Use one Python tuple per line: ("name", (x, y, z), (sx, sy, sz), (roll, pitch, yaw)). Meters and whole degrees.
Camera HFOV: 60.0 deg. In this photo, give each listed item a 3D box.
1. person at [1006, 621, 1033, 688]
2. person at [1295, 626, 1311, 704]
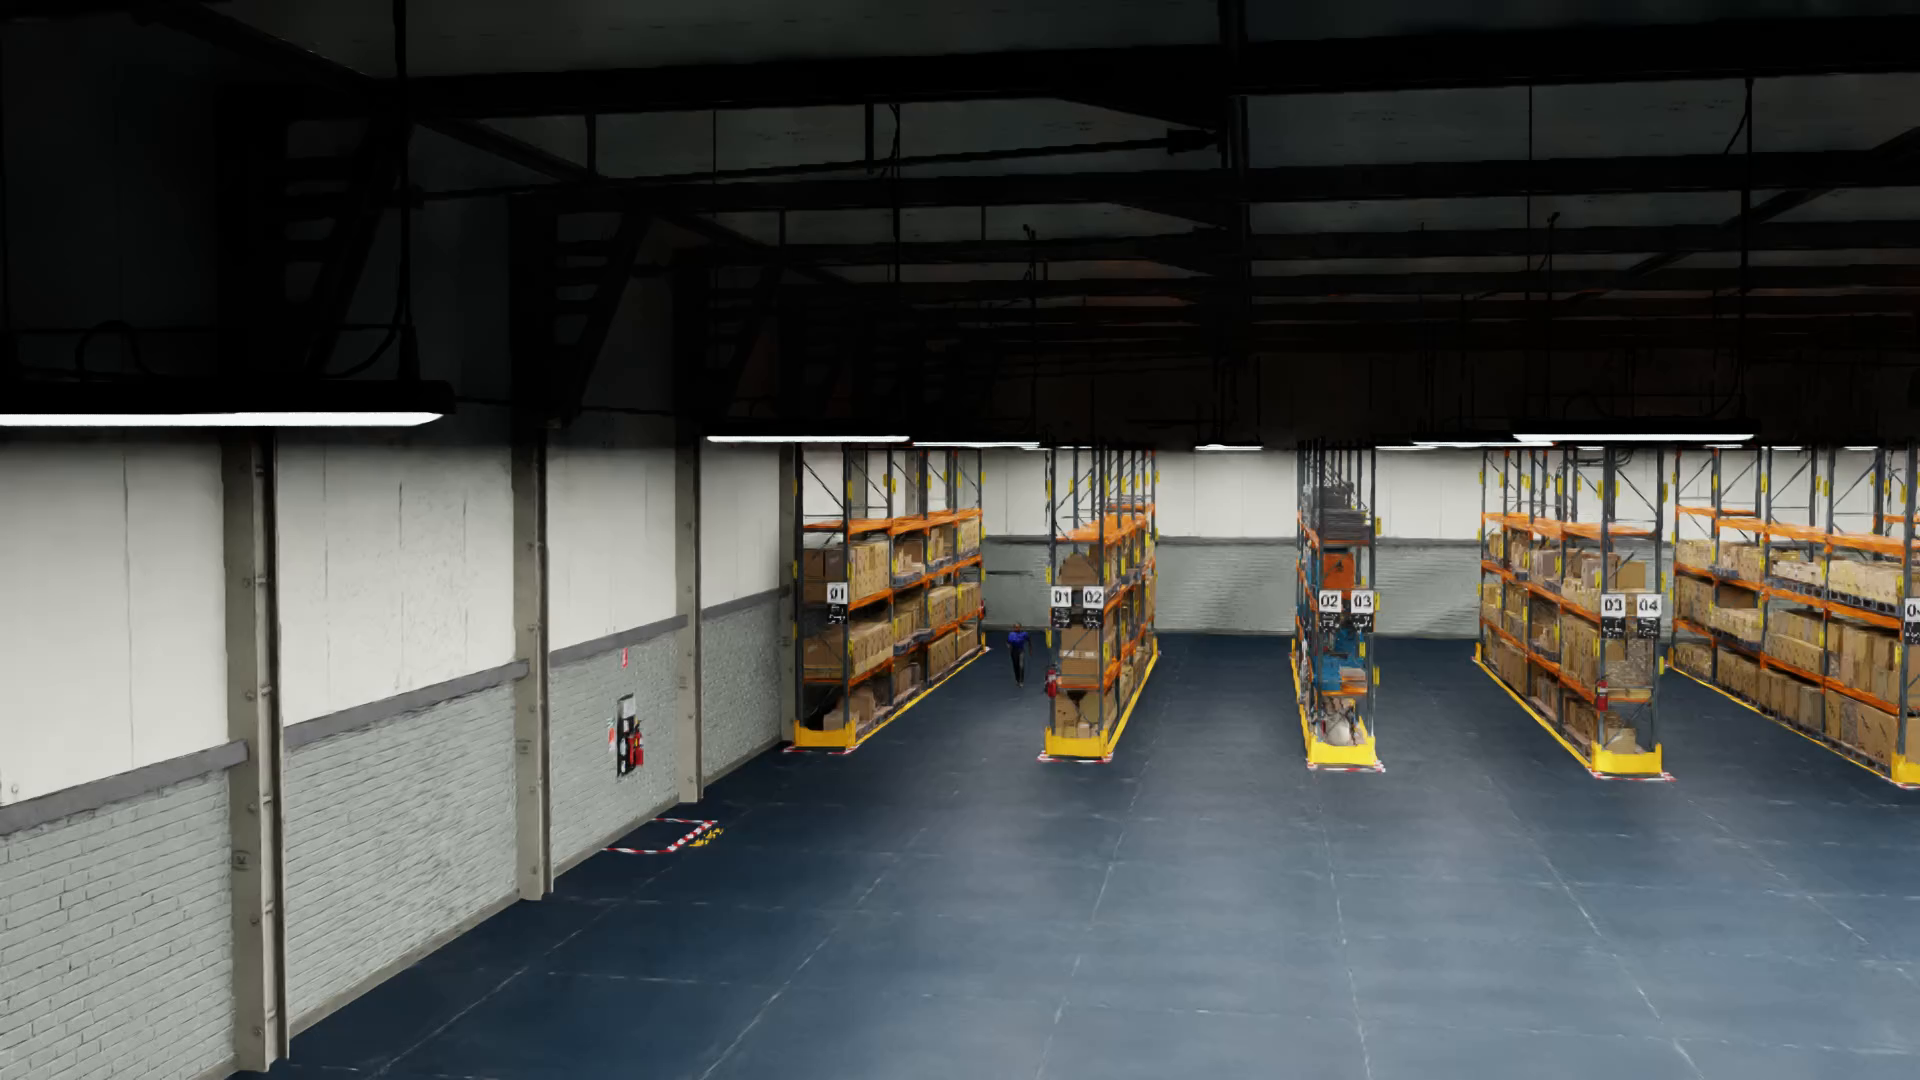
("person", (1.434, 2.775, 40.718), (0.603, 1.590, 0.831), (1, 3, 15))
("person", (7.923, 2.814, 37.447), (0.606, 1.751, 0.970), (2, 4, 31))
